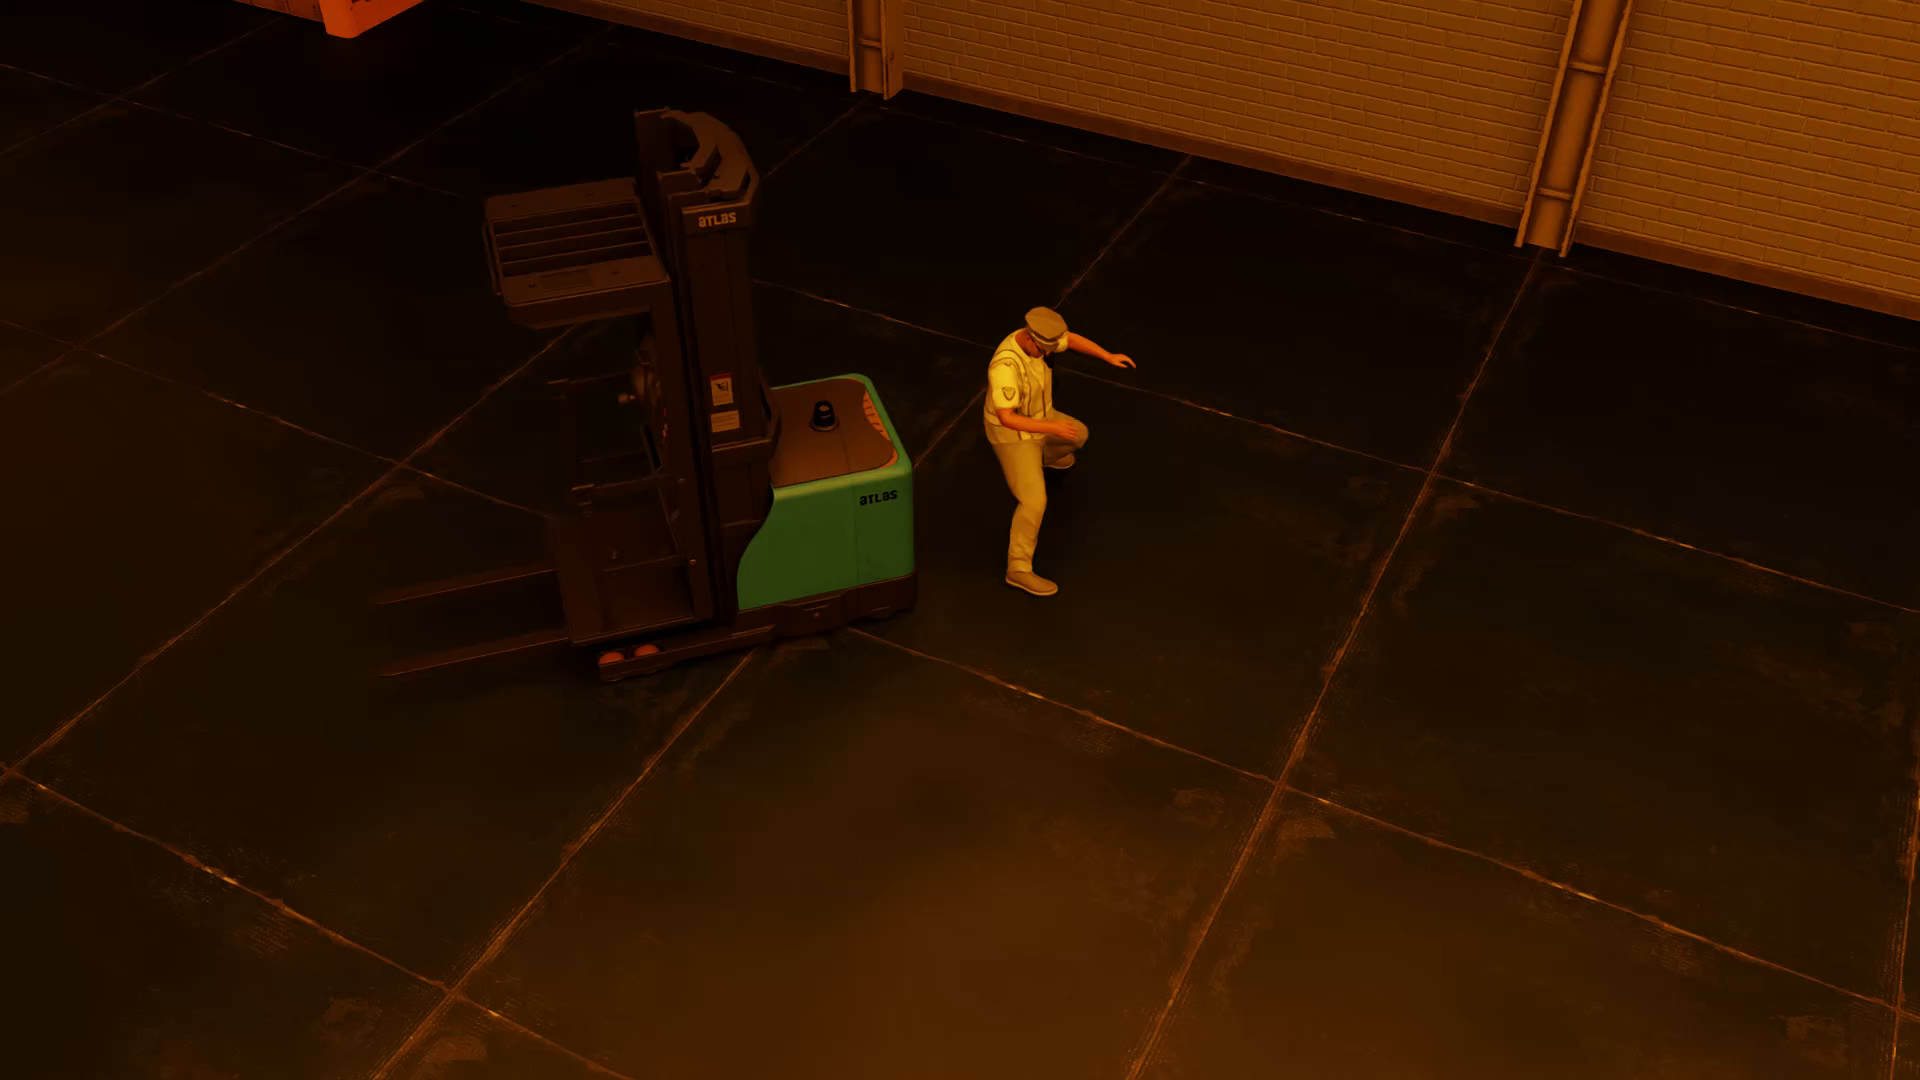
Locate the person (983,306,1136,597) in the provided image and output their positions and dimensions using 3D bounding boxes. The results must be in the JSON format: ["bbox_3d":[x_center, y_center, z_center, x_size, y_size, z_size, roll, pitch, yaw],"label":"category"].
[{"bbox_3d":[0.541,-0.693,9.889,0.743,1.538,1.278,21,44,23],"label":"person"}]

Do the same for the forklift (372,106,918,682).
[{"bbox_3d":[-1.823,-0.712,8.832,3.031,2.935,1.130,-12,41,-13],"label":"forklift"}]
